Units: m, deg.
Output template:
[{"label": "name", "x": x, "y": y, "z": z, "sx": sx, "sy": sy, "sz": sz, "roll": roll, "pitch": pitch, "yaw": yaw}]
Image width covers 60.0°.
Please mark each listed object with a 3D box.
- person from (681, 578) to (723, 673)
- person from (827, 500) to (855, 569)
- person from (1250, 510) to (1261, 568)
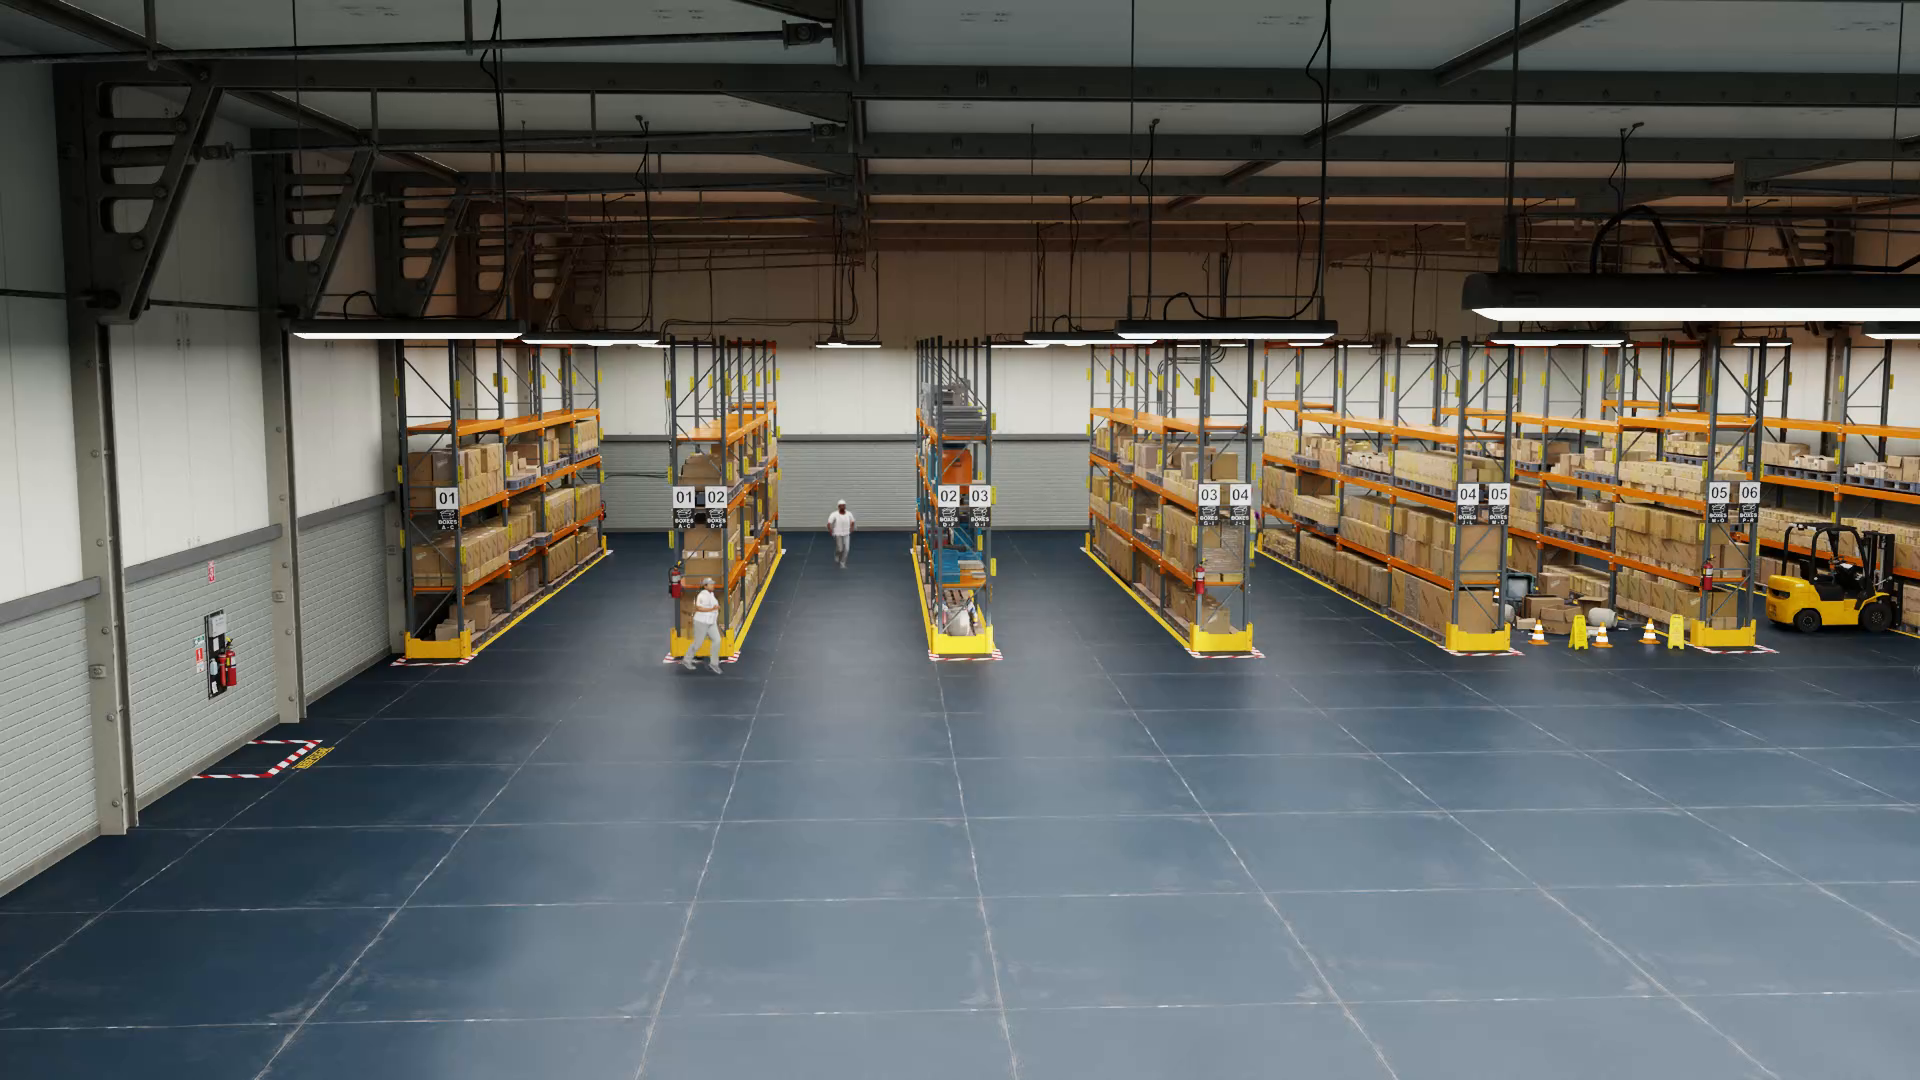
[{"label": "person", "x": -4.581, "y": 1.531, "z": 29.783, "sx": 0.754, "sy": 1.726, "sz": 0.604, "roll": 3, "pitch": 7, "yaw": 22}, {"label": "person", "x": -2.955, "y": -0.143, "z": 41.652, "sx": 0.704, "sy": 1.715, "sz": 0.588, "roll": -2, "pitch": 7, "yaw": -17}, {"label": "person", "x": 7.655, "y": -0.188, "z": 44.127, "sx": 0.708, "sy": 1.732, "sz": 1.042, "roll": 0, "pitch": 6, "yaw": 1}]
